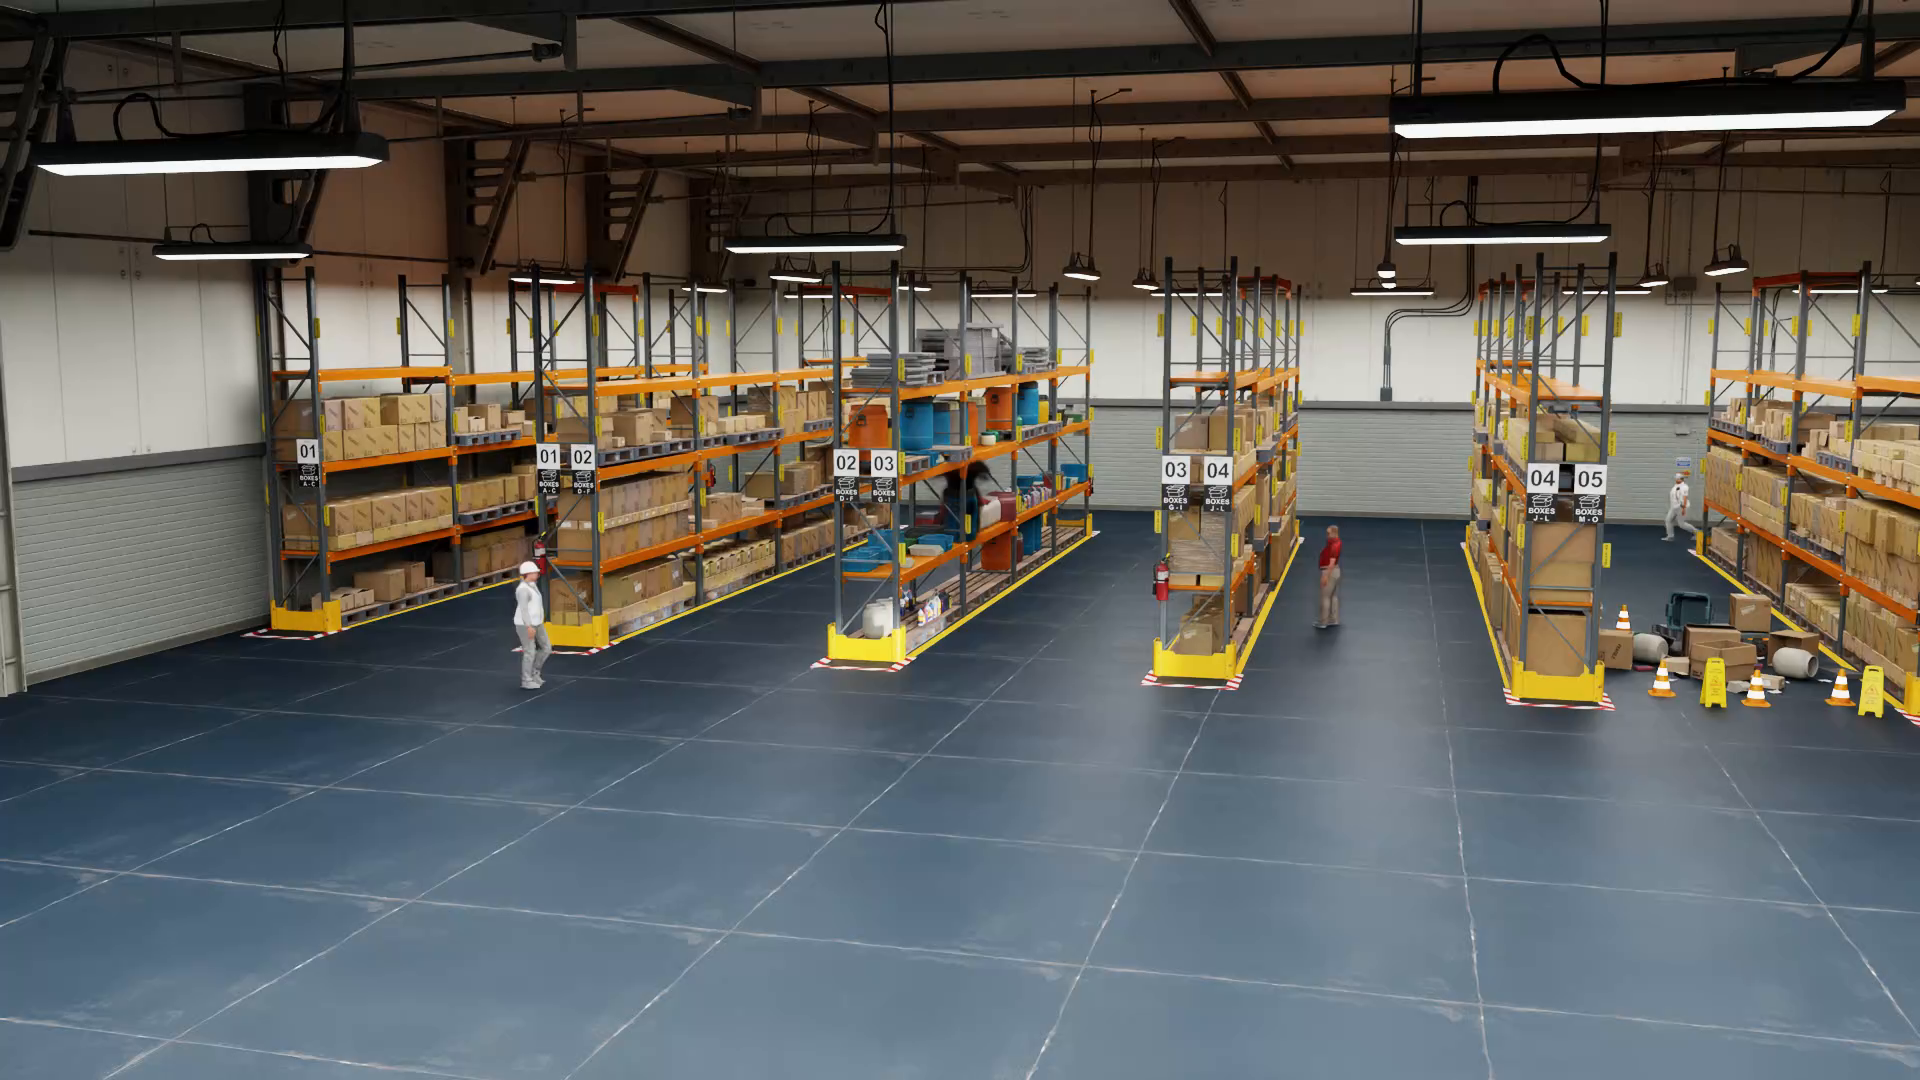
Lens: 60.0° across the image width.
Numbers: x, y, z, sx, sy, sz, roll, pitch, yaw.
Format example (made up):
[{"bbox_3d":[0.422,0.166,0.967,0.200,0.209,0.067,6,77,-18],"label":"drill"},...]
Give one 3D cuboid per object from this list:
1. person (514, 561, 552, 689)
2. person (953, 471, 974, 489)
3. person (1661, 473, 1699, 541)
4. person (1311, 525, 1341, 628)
[{"bbox_3d":[-6.021,1.193,23.286,0.416,1.790,0.590,2,7,14],"label":"person"},{"bbox_3d":[0.133,-1.076,40.962,0.566,1.794,0.580,-5,9,-33],"label":"person"},{"bbox_3d":[16.950,-0.775,39.063,0.824,1.611,0.536,0,7,-1],"label":"person"},{"bbox_3d":[6.172,0.611,27.960,0.449,1.732,0.590,4,8,27],"label":"person"}]
